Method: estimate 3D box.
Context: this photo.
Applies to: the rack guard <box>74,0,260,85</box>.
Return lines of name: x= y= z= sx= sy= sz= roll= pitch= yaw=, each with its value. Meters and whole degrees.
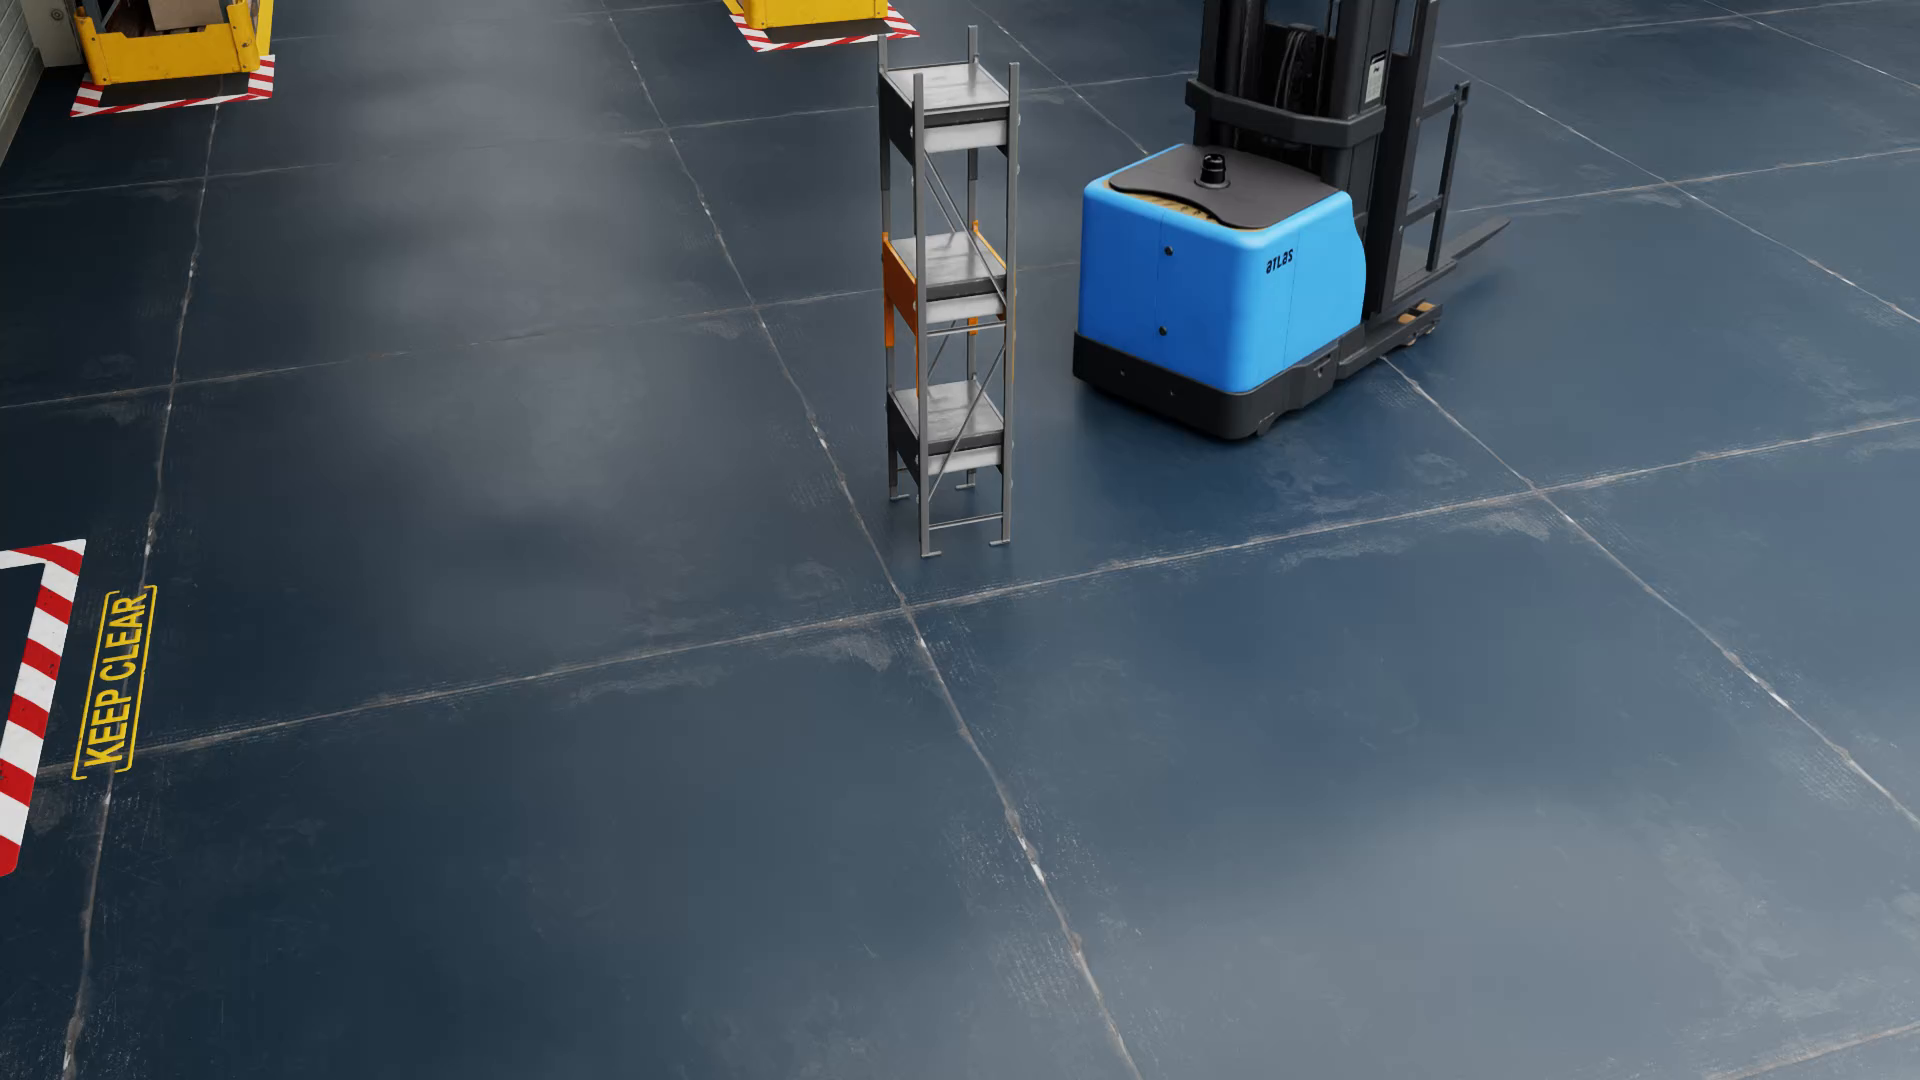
rack guard: x=-5.941 y=-3.769 z=12.500 sx=1.175 sy=0.500 sz=0.348 roll=-10 pitch=35 yaw=-15

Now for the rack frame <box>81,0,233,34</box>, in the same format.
rack frame: x=-5.918 y=-4.772 z=11.751 sx=1.000 sy=3.000 sz=0.127 roll=-10 pitch=35 yaw=-15

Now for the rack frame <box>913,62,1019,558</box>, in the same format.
rack frame: x=0.024 y=-0.835 z=6.609 sx=0.400 sy=2.100 sz=0.015 roll=-10 pitch=35 yaw=-15

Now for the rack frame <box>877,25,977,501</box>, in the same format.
rack frame: x=-0.125 y=-1.091 z=6.997 sx=0.400 sy=2.100 sz=0.015 roll=-10 pitch=35 yaw=-15

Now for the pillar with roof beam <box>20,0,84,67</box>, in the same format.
pillar with roof beam: x=-2.855 y=-8.221 z=11.528 sx=9.100 sy=9.000 sz=0.400 roll=-10 pitch=35 yaw=-15

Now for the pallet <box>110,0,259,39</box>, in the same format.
pallet: x=-6.155 y=-4.081 z=13.234 sx=1.003 sy=0.211 sz=1.213 roll=-10 pitch=35 yaw=-15

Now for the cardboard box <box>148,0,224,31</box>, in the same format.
cardboard box: x=-6.043 y=-4.212 z=12.943 sx=0.500 sy=0.311 sz=0.500 roll=-14 pitch=36 yaw=-20

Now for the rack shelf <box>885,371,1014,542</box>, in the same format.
rack shelf: x=-0.050 y=-0.368 z=7.196 sx=0.431 sy=0.518 sz=0.480 roll=-10 pitch=35 yaw=-15

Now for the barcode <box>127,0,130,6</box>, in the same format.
barcode: x=-6.430 y=-4.158 z=12.853 sx=0.001 sy=0.075 sz=0.075 roll=-10 pitch=35 yaw=-15

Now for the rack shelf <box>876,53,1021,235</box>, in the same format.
rack shelf: x=-0.050 y=-1.536 z=6.424 sx=0.431 sy=0.518 sz=0.480 roll=-10 pitch=35 yaw=-15

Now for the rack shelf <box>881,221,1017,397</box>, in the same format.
rack shelf: x=-0.050 y=-0.952 z=6.810 sx=0.431 sy=0.518 sz=0.480 roll=-10 pitch=35 yaw=-15

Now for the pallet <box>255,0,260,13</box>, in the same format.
pallet: x=-6.524 y=-4.720 z=14.202 sx=1.003 sy=0.211 sz=1.213 roll=-10 pitch=35 yaw=-15

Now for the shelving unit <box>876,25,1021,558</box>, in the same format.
shelving unit: x=-0.050 y=-0.963 z=6.803 sx=0.431 sy=2.100 sz=0.503 roll=-10 pitch=35 yaw=-15

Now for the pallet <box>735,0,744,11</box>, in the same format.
pallet: x=-1.475 y=-4.838 z=14.380 sx=1.003 sy=0.211 sz=1.213 roll=-10 pitch=35 yaw=-15

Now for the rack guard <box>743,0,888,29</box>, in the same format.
rack guard: x=-1.194 y=-4.551 z=13.684 sx=1.175 sy=0.500 sz=0.348 roll=-10 pitch=35 yaw=-15

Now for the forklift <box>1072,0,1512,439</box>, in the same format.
forklift: x=1.938 y=-2.422 z=8.257 sx=1.130 sy=2.935 sz=3.031 roll=27 pitch=42 yaw=35
